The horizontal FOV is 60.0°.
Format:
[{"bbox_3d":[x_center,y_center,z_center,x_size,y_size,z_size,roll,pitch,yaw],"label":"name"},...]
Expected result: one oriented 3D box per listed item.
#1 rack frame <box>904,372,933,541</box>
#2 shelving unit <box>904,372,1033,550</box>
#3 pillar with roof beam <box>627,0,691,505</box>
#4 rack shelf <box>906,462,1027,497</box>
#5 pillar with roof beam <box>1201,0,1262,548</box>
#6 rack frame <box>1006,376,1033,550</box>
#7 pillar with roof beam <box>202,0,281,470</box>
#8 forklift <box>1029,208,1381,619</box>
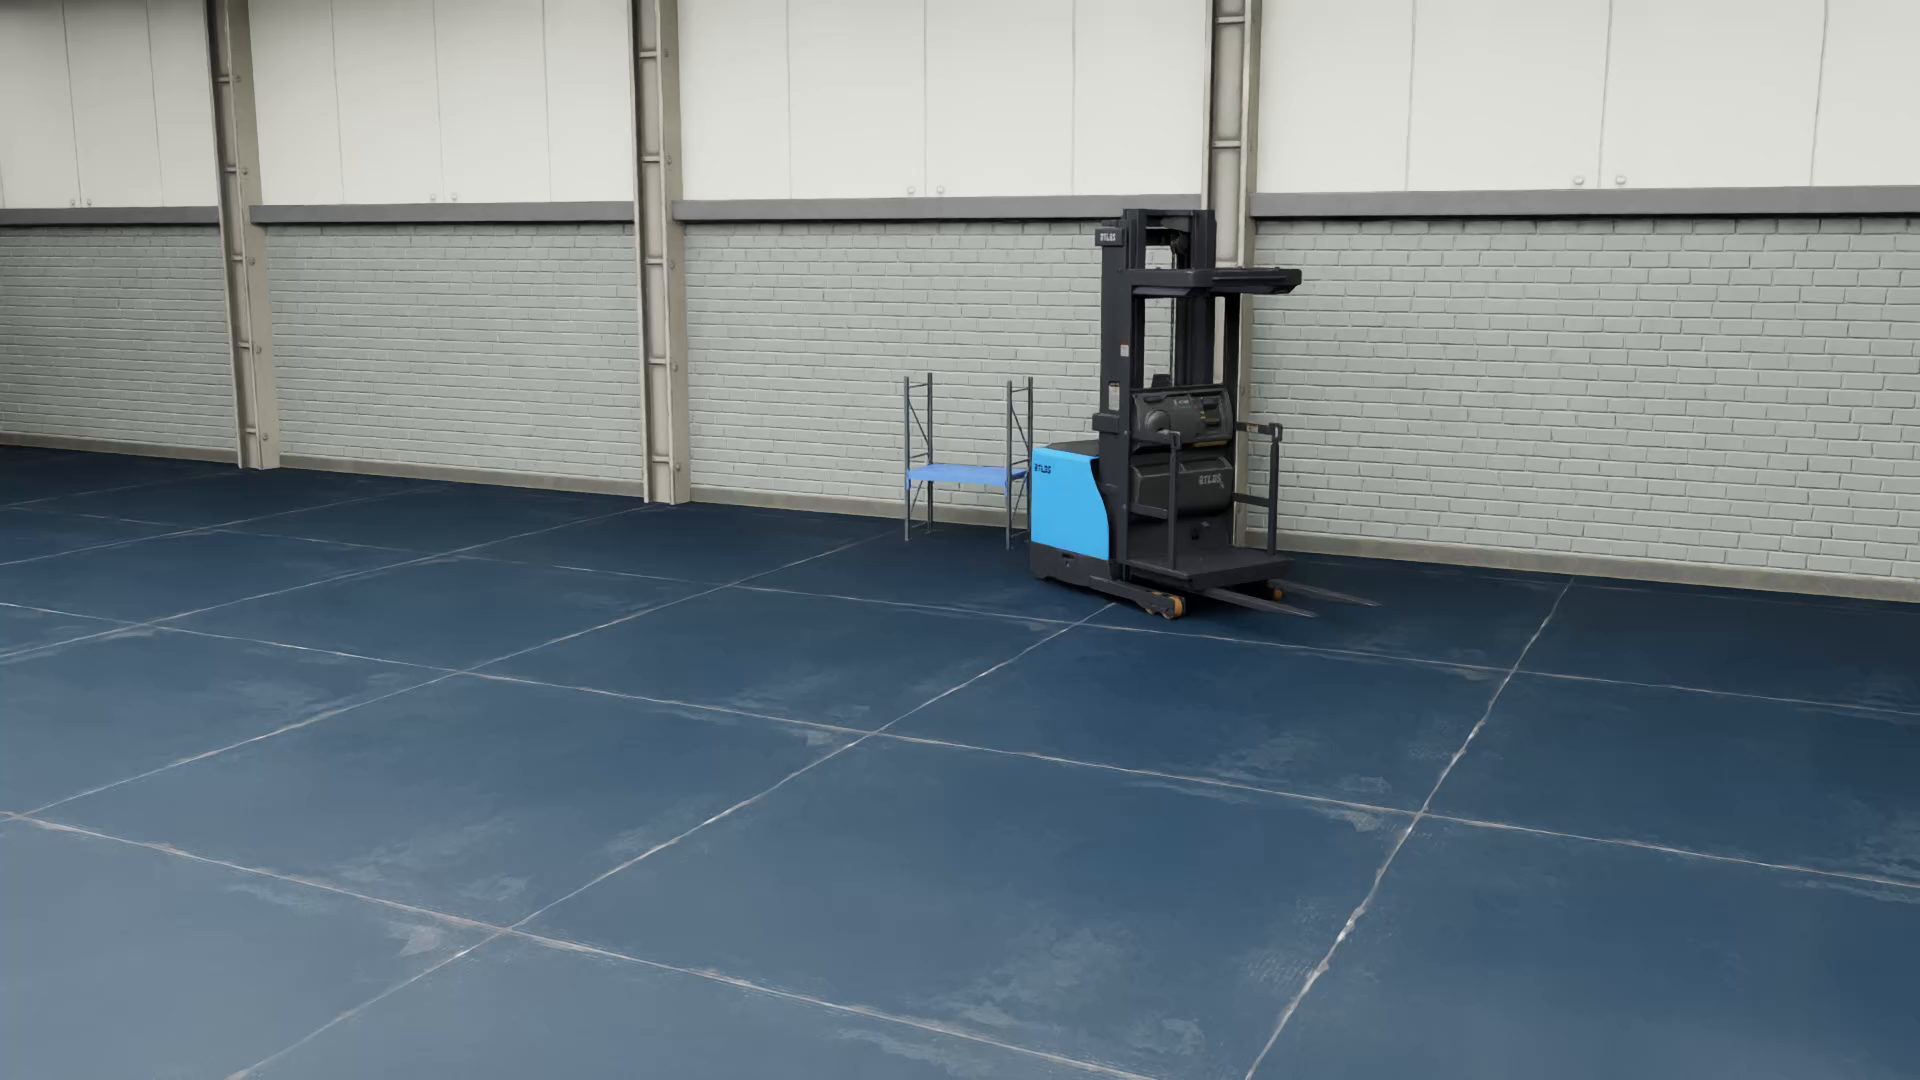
[{"bbox_3d":[-0.379,-0.771,15.281,0.032,1.500,0.500,5,11,26],"label":"rack frame"},{"bbox_3d":[0.076,-0.731,15.059,1.048,1.500,0.538,5,11,26],"label":"shelving unit"},{"bbox_3d":[-4.974,-4.146,12.869,0.400,9.000,9.100,5,11,26],"label":"pillar with roof beam"},{"bbox_3d":[0.076,-0.554,15.092,1.000,0.185,0.538,5,11,26],"label":"rack shelf"},{"bbox_3d":[0.407,-3.673,10.257,0.400,9.000,9.100,5,11,26],"label":"pillar with roof beam"},{"bbox_3d":[0.532,-0.691,14.838,0.032,1.500,0.500,5,11,26],"label":"rack frame"},{"bbox_3d":[-10.354,-4.619,15.482,0.400,9.000,9.100,5,11,26],"label":"pillar with roof beam"},{"bbox_3d":[1.797,-0.965,12.330,1.130,2.935,3.031,-7,12,-33],"label":"forklift"}]
